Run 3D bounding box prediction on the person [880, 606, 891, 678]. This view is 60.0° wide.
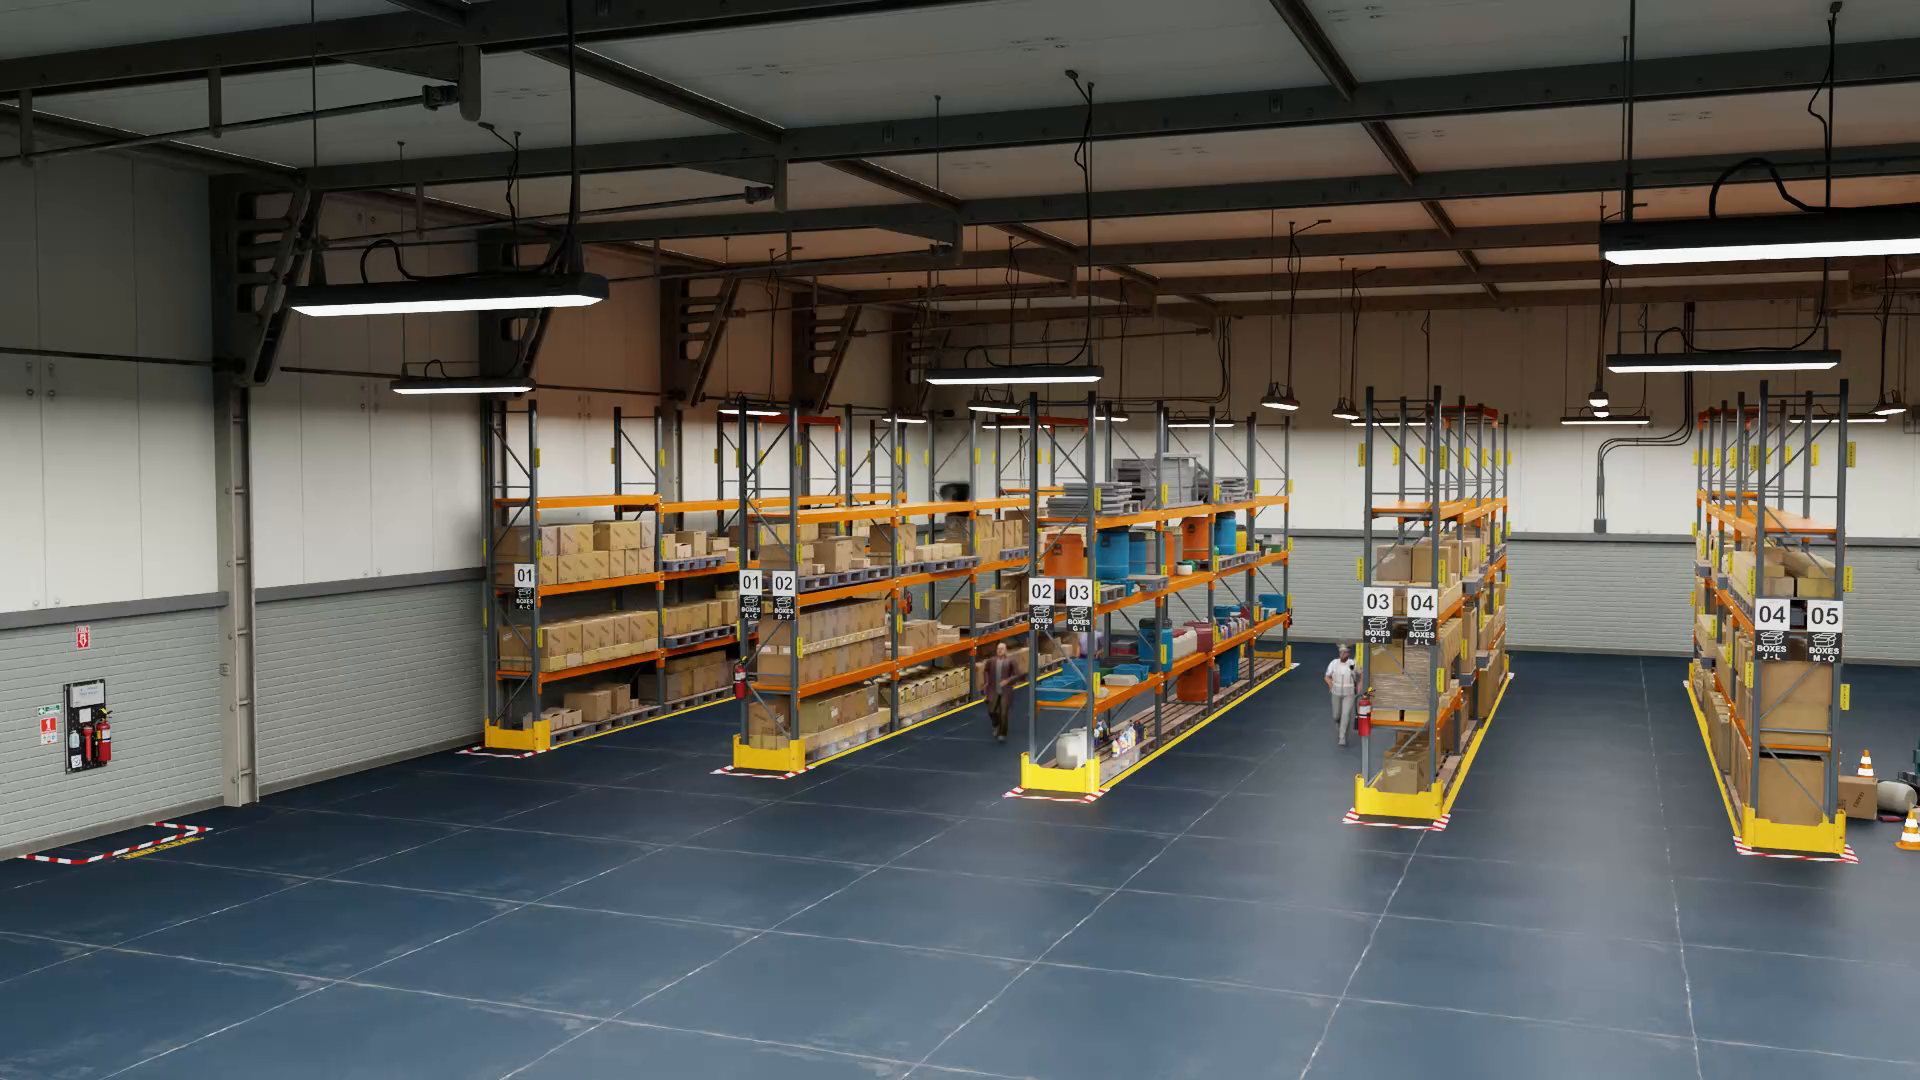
[{"bbox_3d":[-1.690,2.182,35.729,0.514,1.679,0.645,1,3,19],"label":"person"}]

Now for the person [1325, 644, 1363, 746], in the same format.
[{"bbox_3d":[6.748,2.692,29.208,0.678,1.748,0.870,1,3,20],"label":"person"}]

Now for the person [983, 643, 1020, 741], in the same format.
[{"bbox_3d":[0.701,2.792,29.278,0.704,1.534,0.620,1,3,15],"label":"person"}]

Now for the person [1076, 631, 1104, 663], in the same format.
[{"bbox_3d":[2.540,2.335,32.318,0.614,1.606,0.517,1,3,22],"label":"person"}]
